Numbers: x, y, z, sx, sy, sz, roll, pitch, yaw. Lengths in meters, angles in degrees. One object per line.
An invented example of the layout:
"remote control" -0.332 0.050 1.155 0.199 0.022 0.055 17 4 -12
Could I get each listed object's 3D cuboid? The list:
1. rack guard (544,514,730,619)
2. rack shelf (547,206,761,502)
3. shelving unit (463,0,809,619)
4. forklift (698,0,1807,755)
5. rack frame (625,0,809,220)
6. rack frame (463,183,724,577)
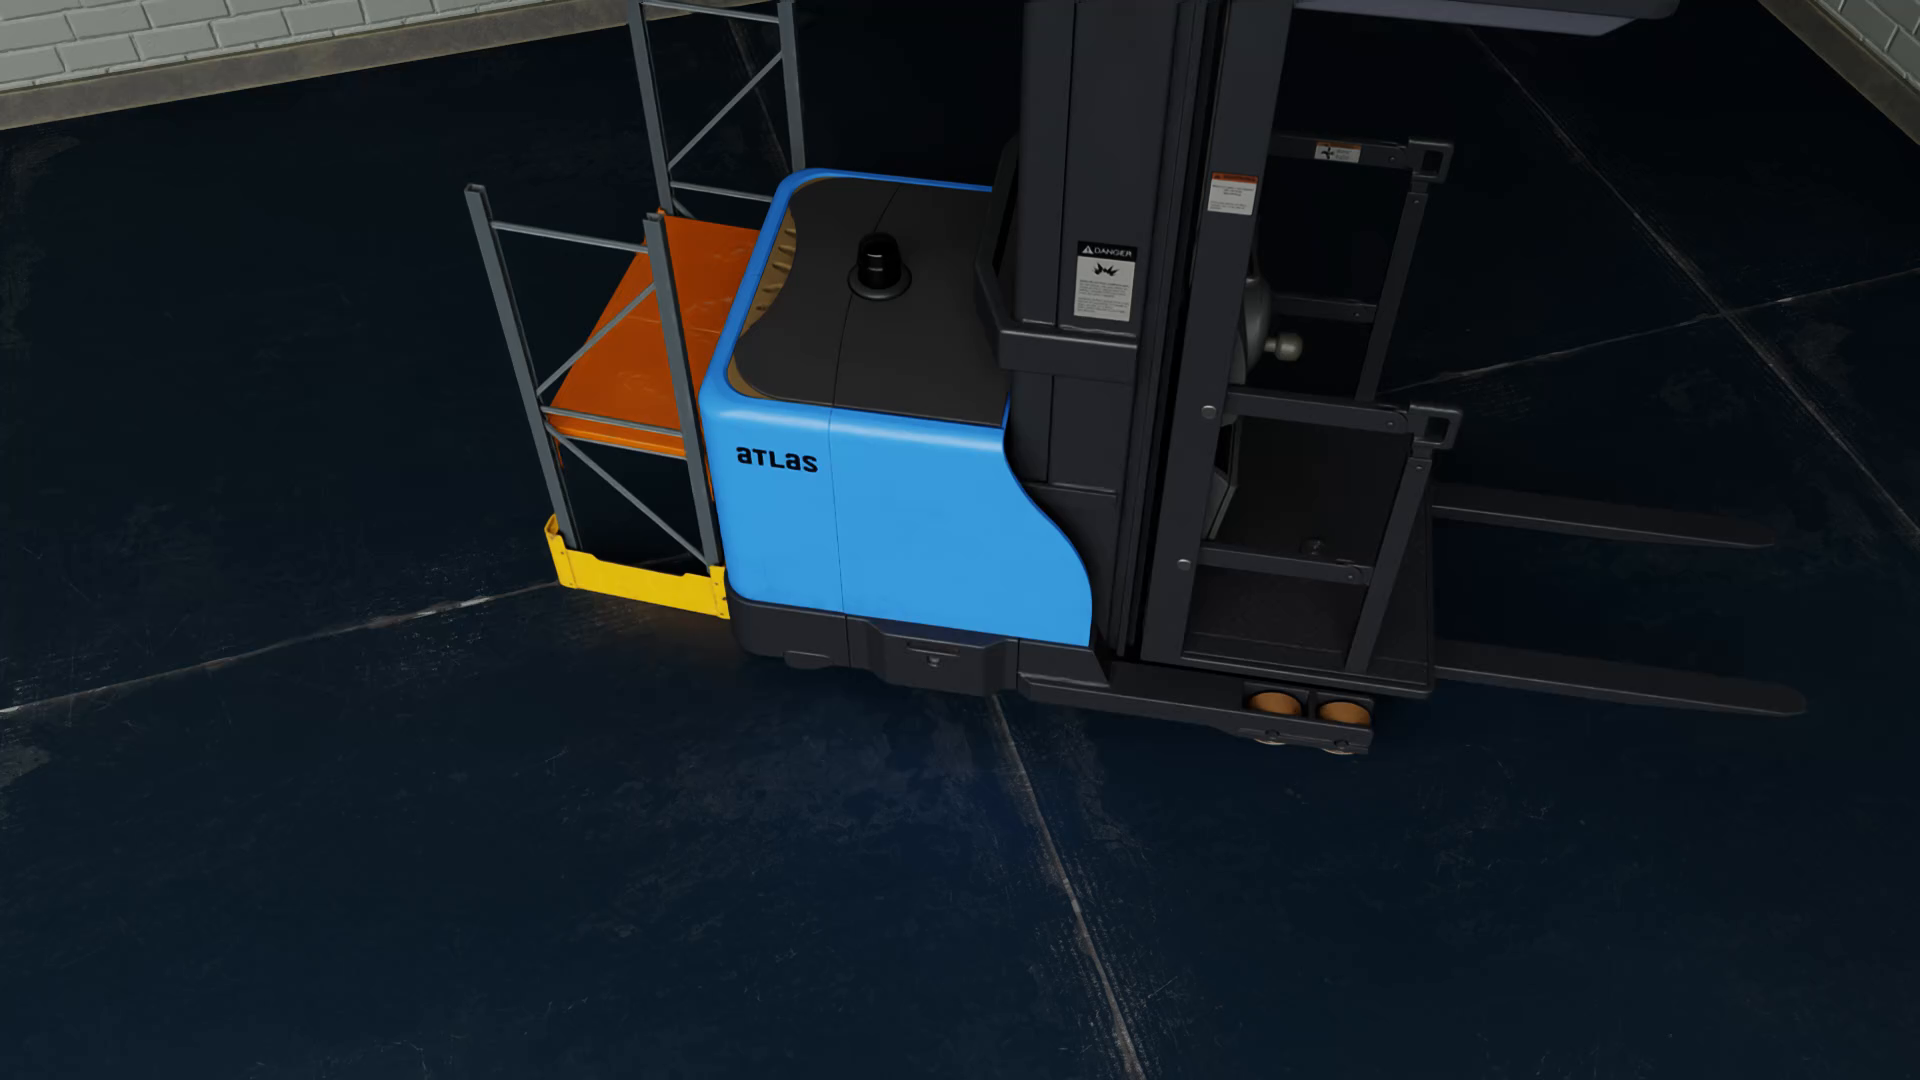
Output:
"rack guard" -0.947 0.080 5.019 0.587 0.250 0.087 11 51 9
"rack shelf" -0.825 -0.583 4.996 0.538 0.185 1.000 11 51 9
"shelving unit" -0.828 -0.692 4.853 0.587 1.500 1.083 11 51 9
"forklift" 0.888 -0.776 3.987 3.031 2.935 1.130 7 50 6
"rack frame" -0.703 -1.076 5.176 0.500 1.500 0.032 11 51 9
"rack frame" -0.947 -0.322 4.540 0.500 1.500 0.032 11 51 9
